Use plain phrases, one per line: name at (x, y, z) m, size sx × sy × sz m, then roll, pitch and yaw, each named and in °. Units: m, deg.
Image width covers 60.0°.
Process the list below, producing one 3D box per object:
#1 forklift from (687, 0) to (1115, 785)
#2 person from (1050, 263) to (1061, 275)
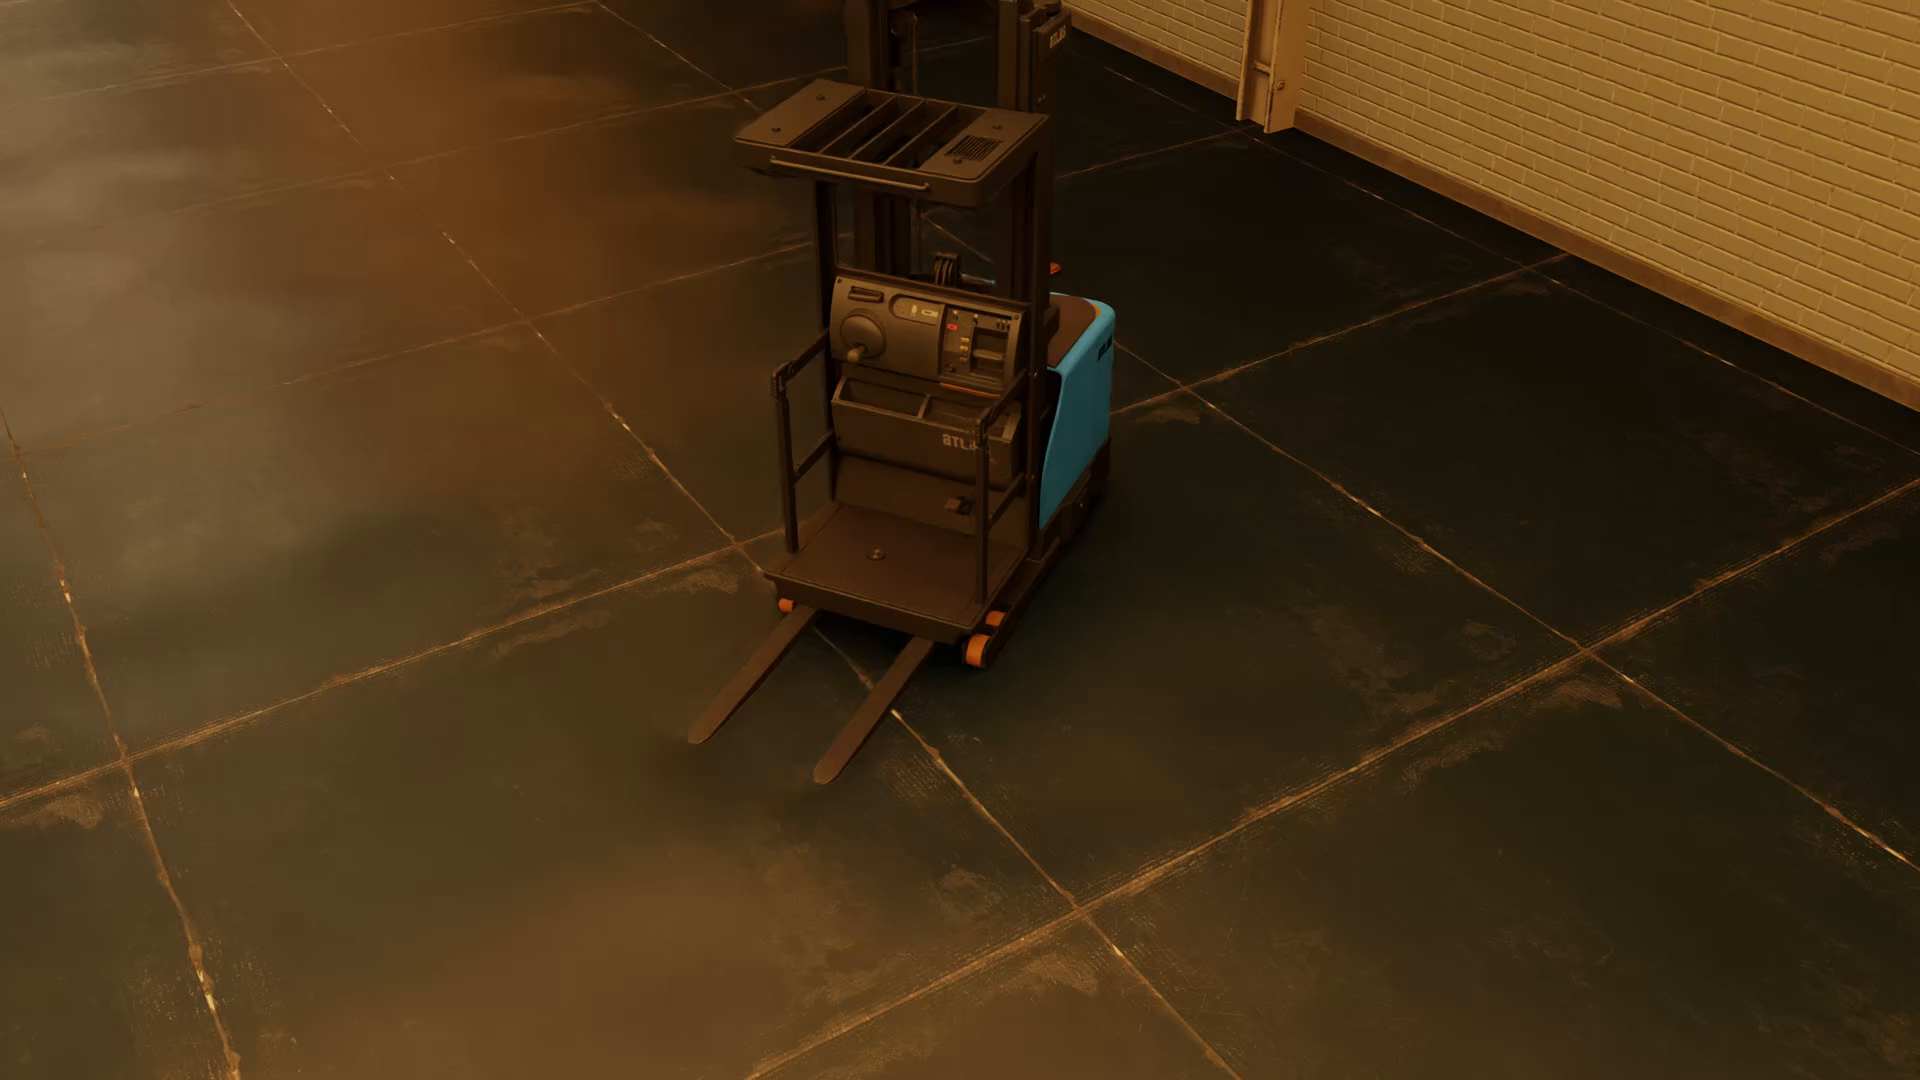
forklift at (-0.247, -0.878, 7.397) m, size 1.130 × 2.935 × 3.031 m, roll 14°, pitch 38°, yaw 19°
person at (0.482, -2.629, 10.885) m, size 0.396 × 1.792 × 0.655 m, roll -1°, pitch 35°, yaw -1°
